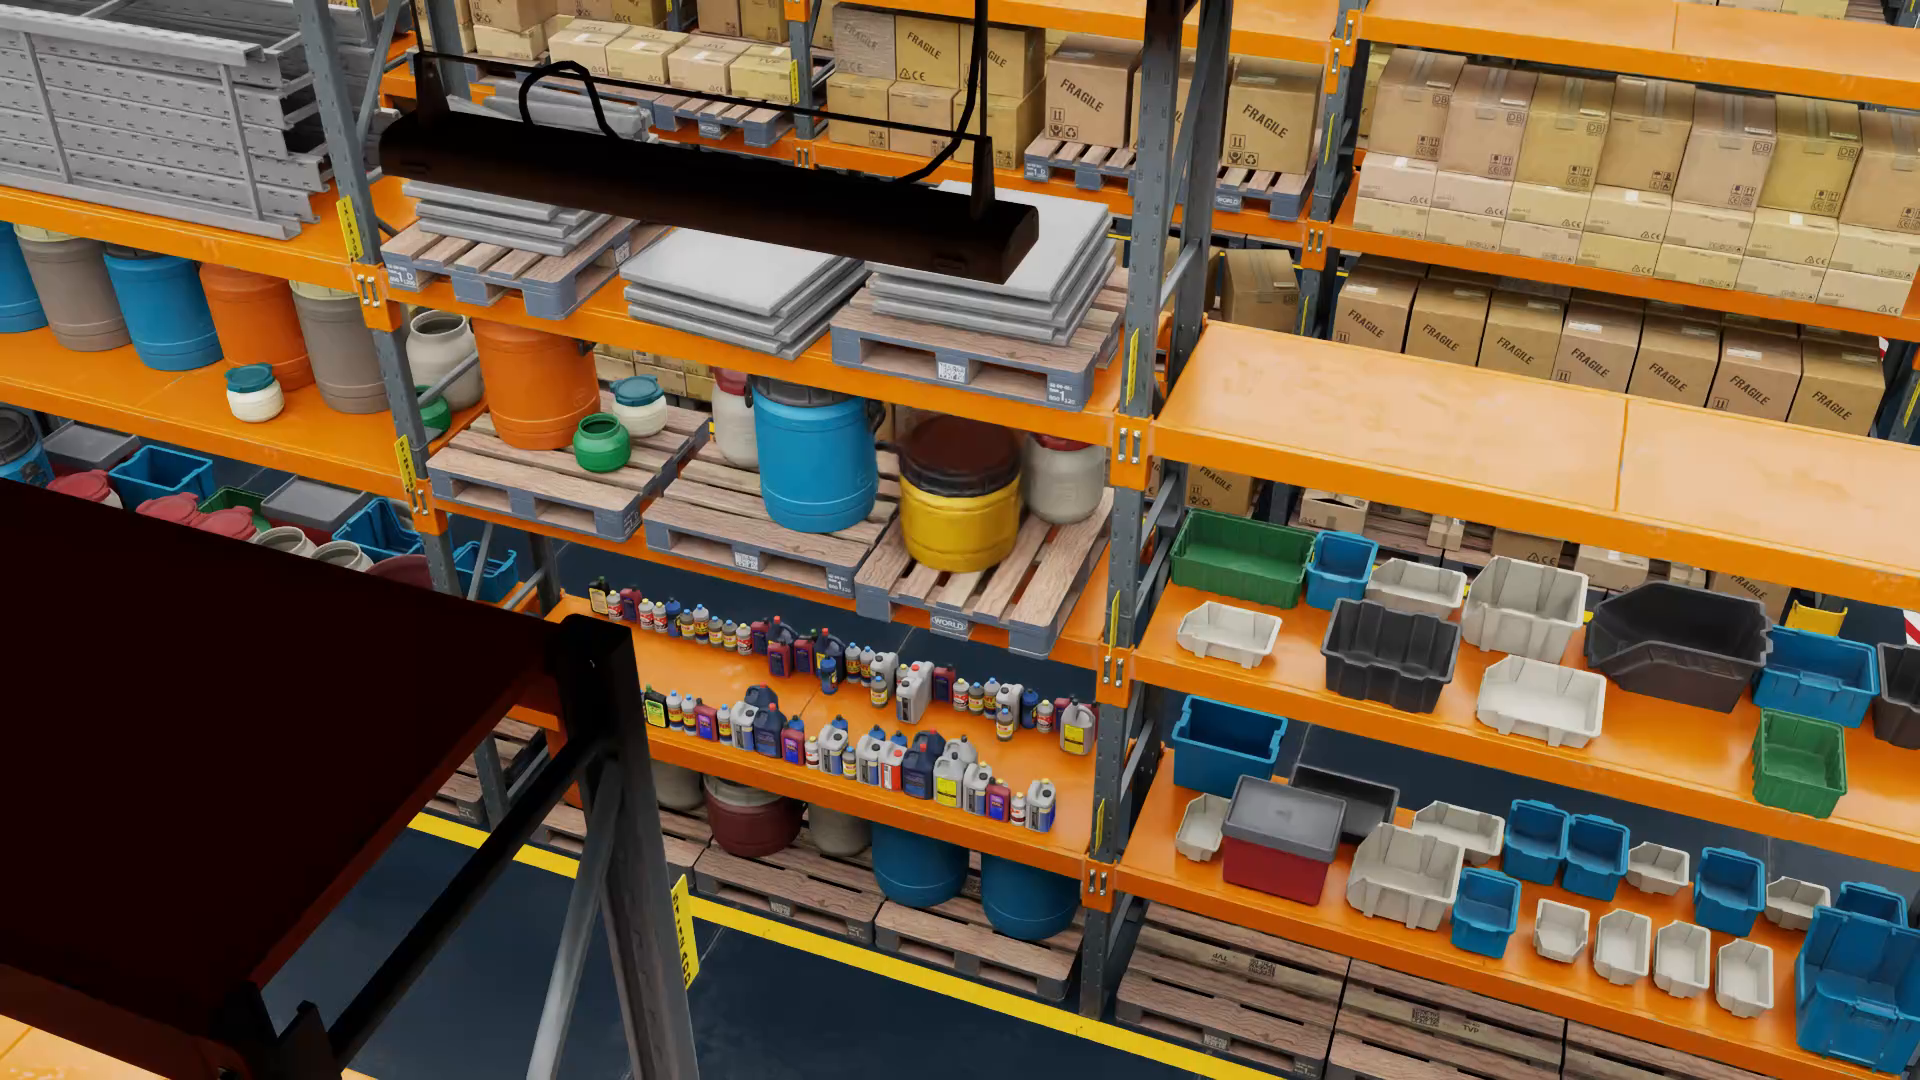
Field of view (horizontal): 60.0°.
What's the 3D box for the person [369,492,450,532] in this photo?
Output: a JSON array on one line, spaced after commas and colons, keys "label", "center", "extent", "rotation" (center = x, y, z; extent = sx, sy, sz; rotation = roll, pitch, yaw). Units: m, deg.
[{"label": "person", "center": [-4.401, -0.723, 12.907], "extent": [0.707, 1.768, 0.681], "rotation": [2, 37, 3]}]
